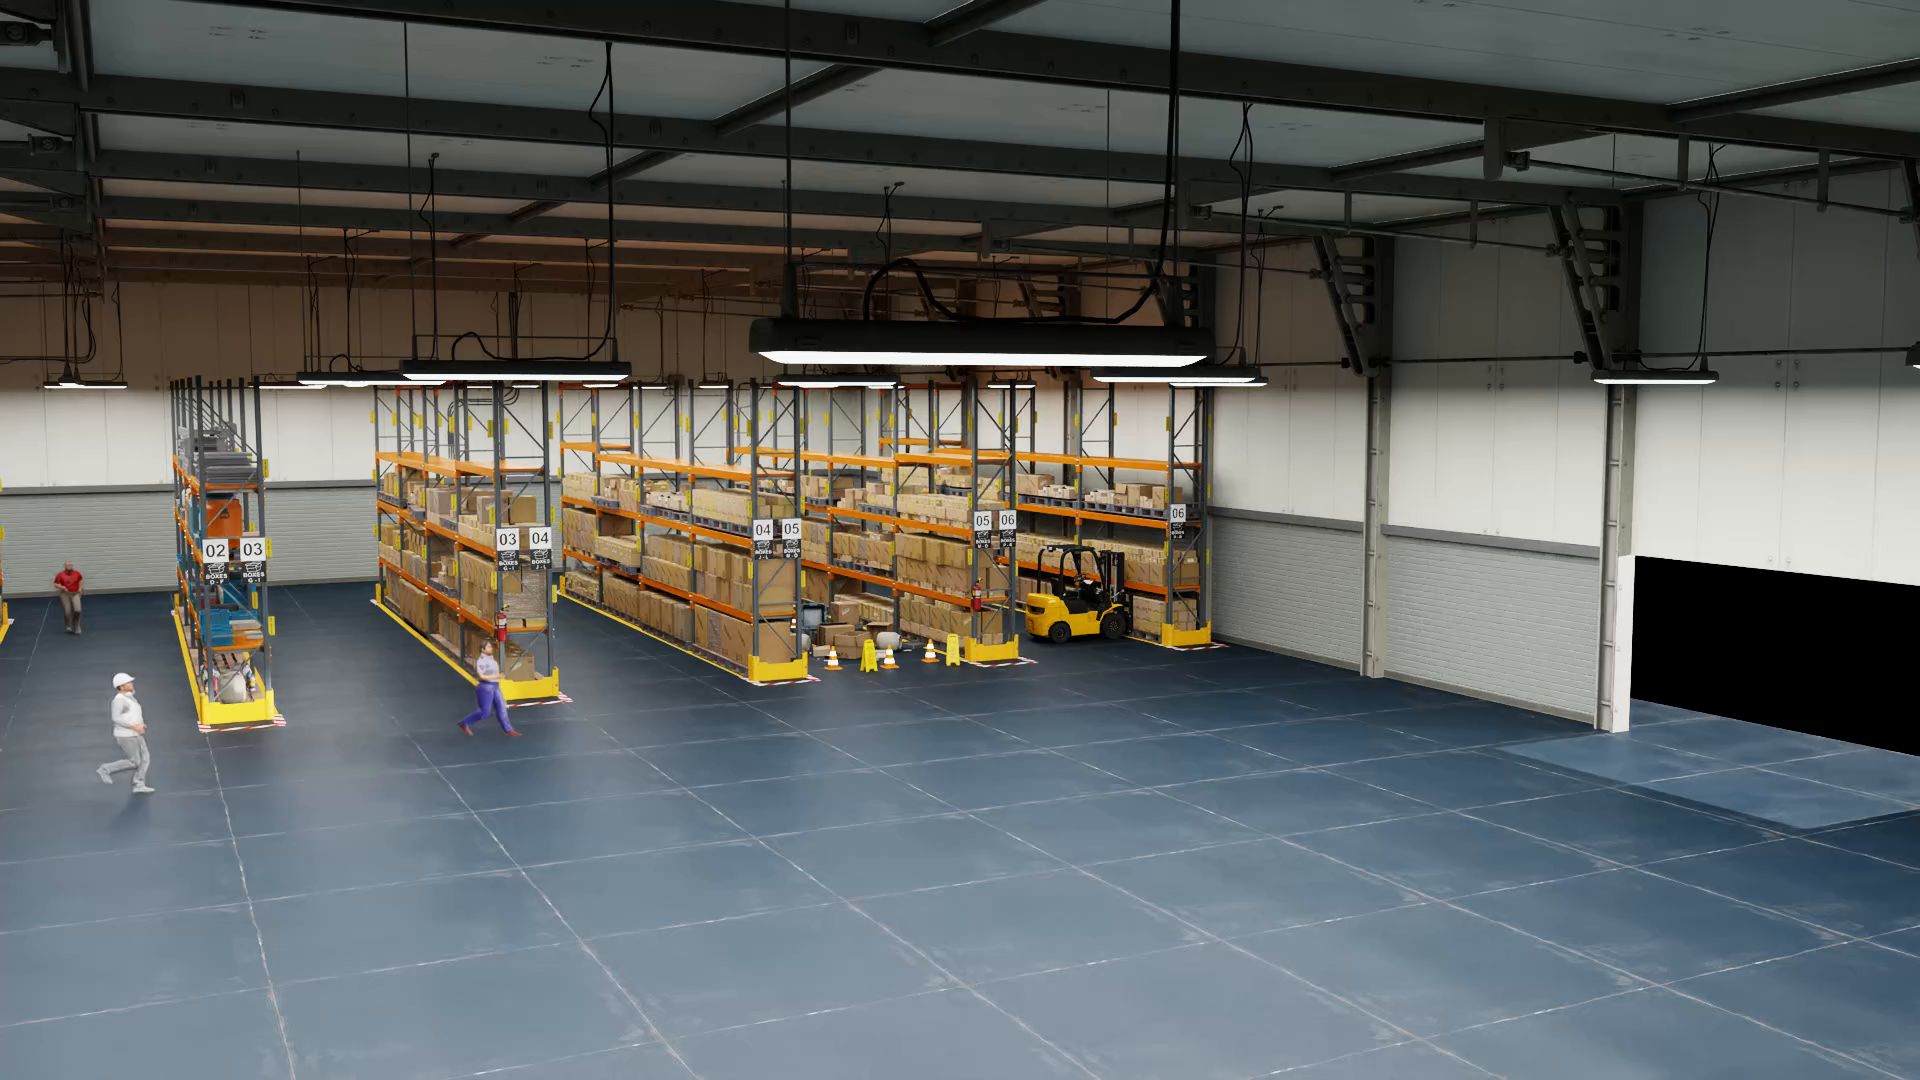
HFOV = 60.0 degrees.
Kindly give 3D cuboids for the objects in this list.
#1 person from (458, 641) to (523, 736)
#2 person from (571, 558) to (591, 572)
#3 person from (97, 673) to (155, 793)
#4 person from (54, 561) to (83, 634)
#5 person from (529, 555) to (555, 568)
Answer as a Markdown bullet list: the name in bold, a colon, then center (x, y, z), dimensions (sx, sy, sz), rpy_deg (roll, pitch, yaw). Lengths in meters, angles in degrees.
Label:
- **person**: center (-7.743, 2.463, 27.373), dimensions (1.021, 1.597, 0.619), rpy_deg (0, 5, 4)
- **person**: center (-11.000, 0.536, 48.707), dimensions (0.780, 1.835, 0.687), rpy_deg (-3, 6, -31)
- **person**: center (-11.890, 2.760, 23.681), dimensions (0.733, 1.744, 0.661), rpy_deg (-1, 5, -13)
- **person**: center (-21.106, 1.382, 39.442), dimensions (0.654, 1.763, 0.724), rpy_deg (-4, 6, -36)
- **person**: center (-10.866, 1.001, 43.106), dimensions (0.703, 1.808, 0.938), rpy_deg (-2, 6, -25)
